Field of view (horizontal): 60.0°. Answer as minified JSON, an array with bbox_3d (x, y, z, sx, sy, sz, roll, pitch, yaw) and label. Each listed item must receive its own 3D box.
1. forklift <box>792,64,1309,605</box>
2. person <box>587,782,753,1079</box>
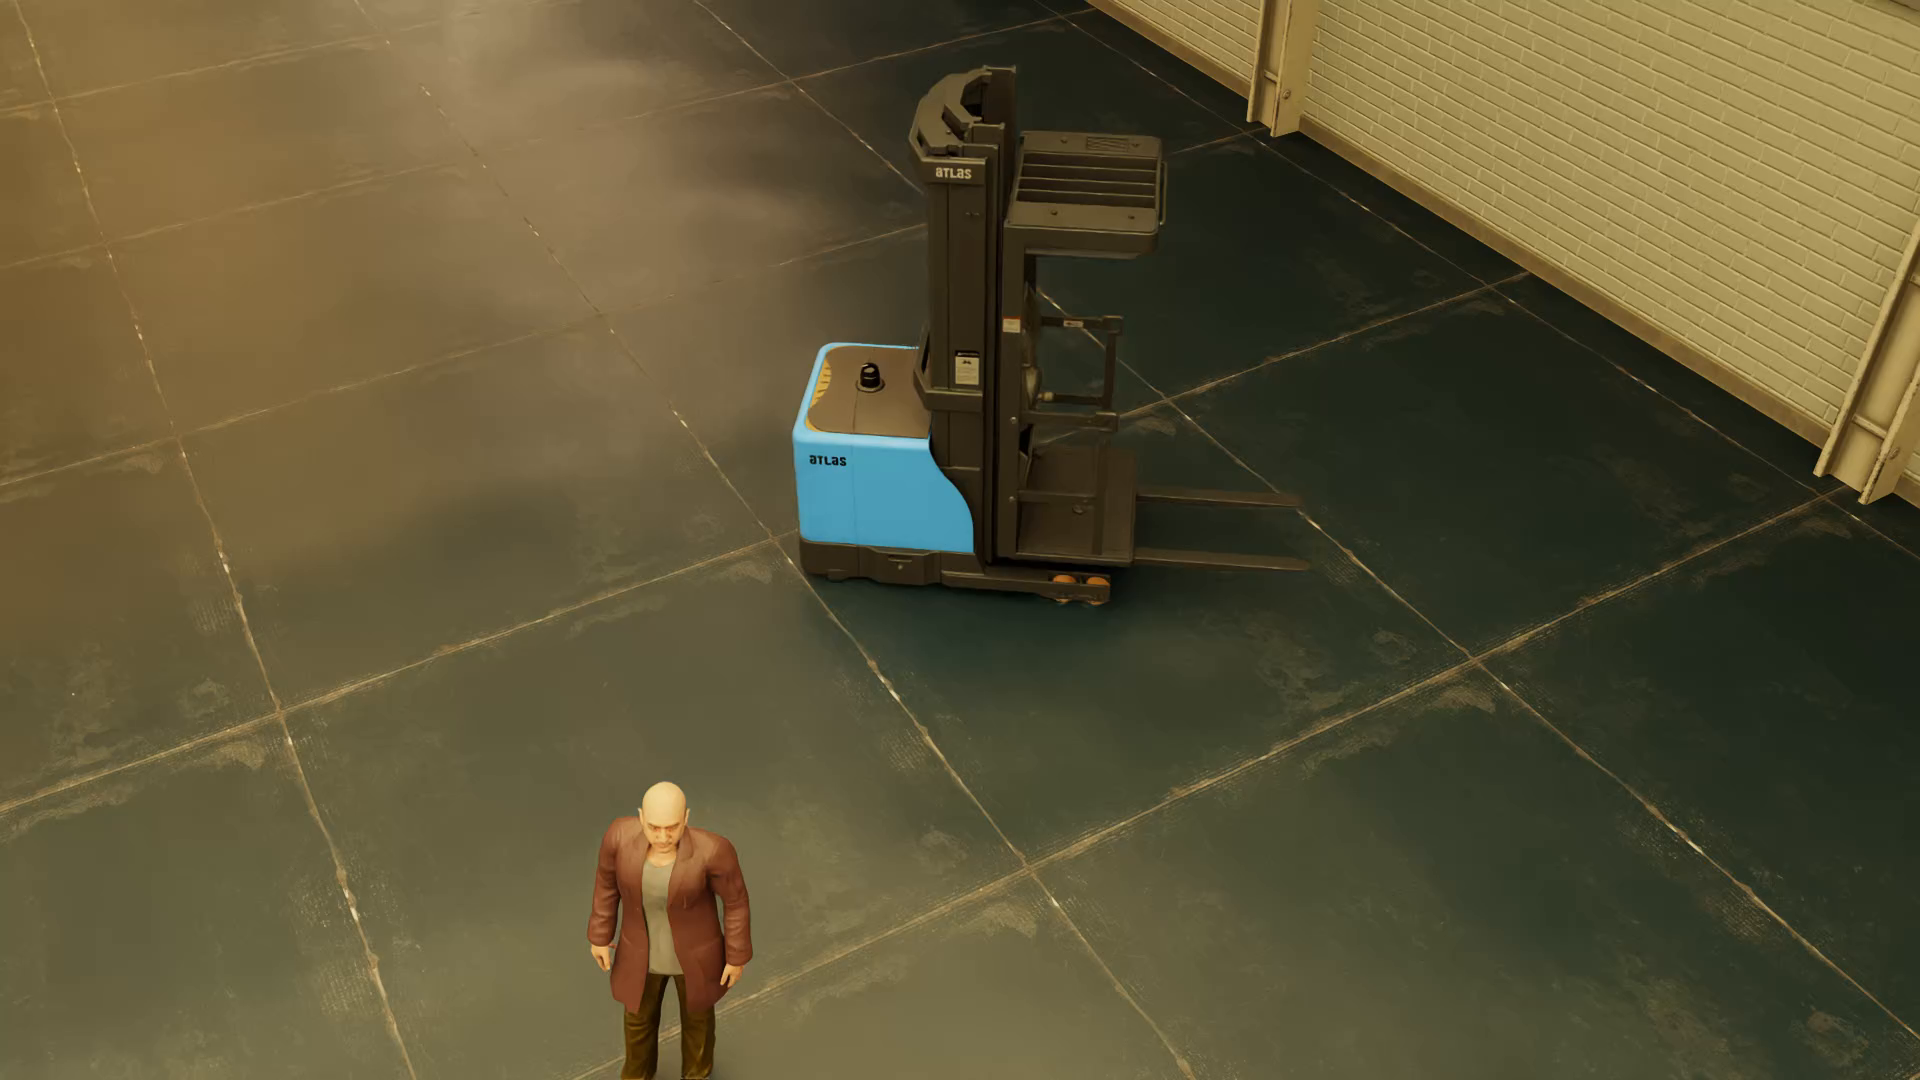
[{"bbox_3d":[0.585,-1.104,9.367,3.031,2.935,1.130,4,40,5],"label":"forklift"},{"bbox_3d":[-1.203,1.746,6.827,0.692,1.781,0.570,4,40,5],"label":"person"}]
